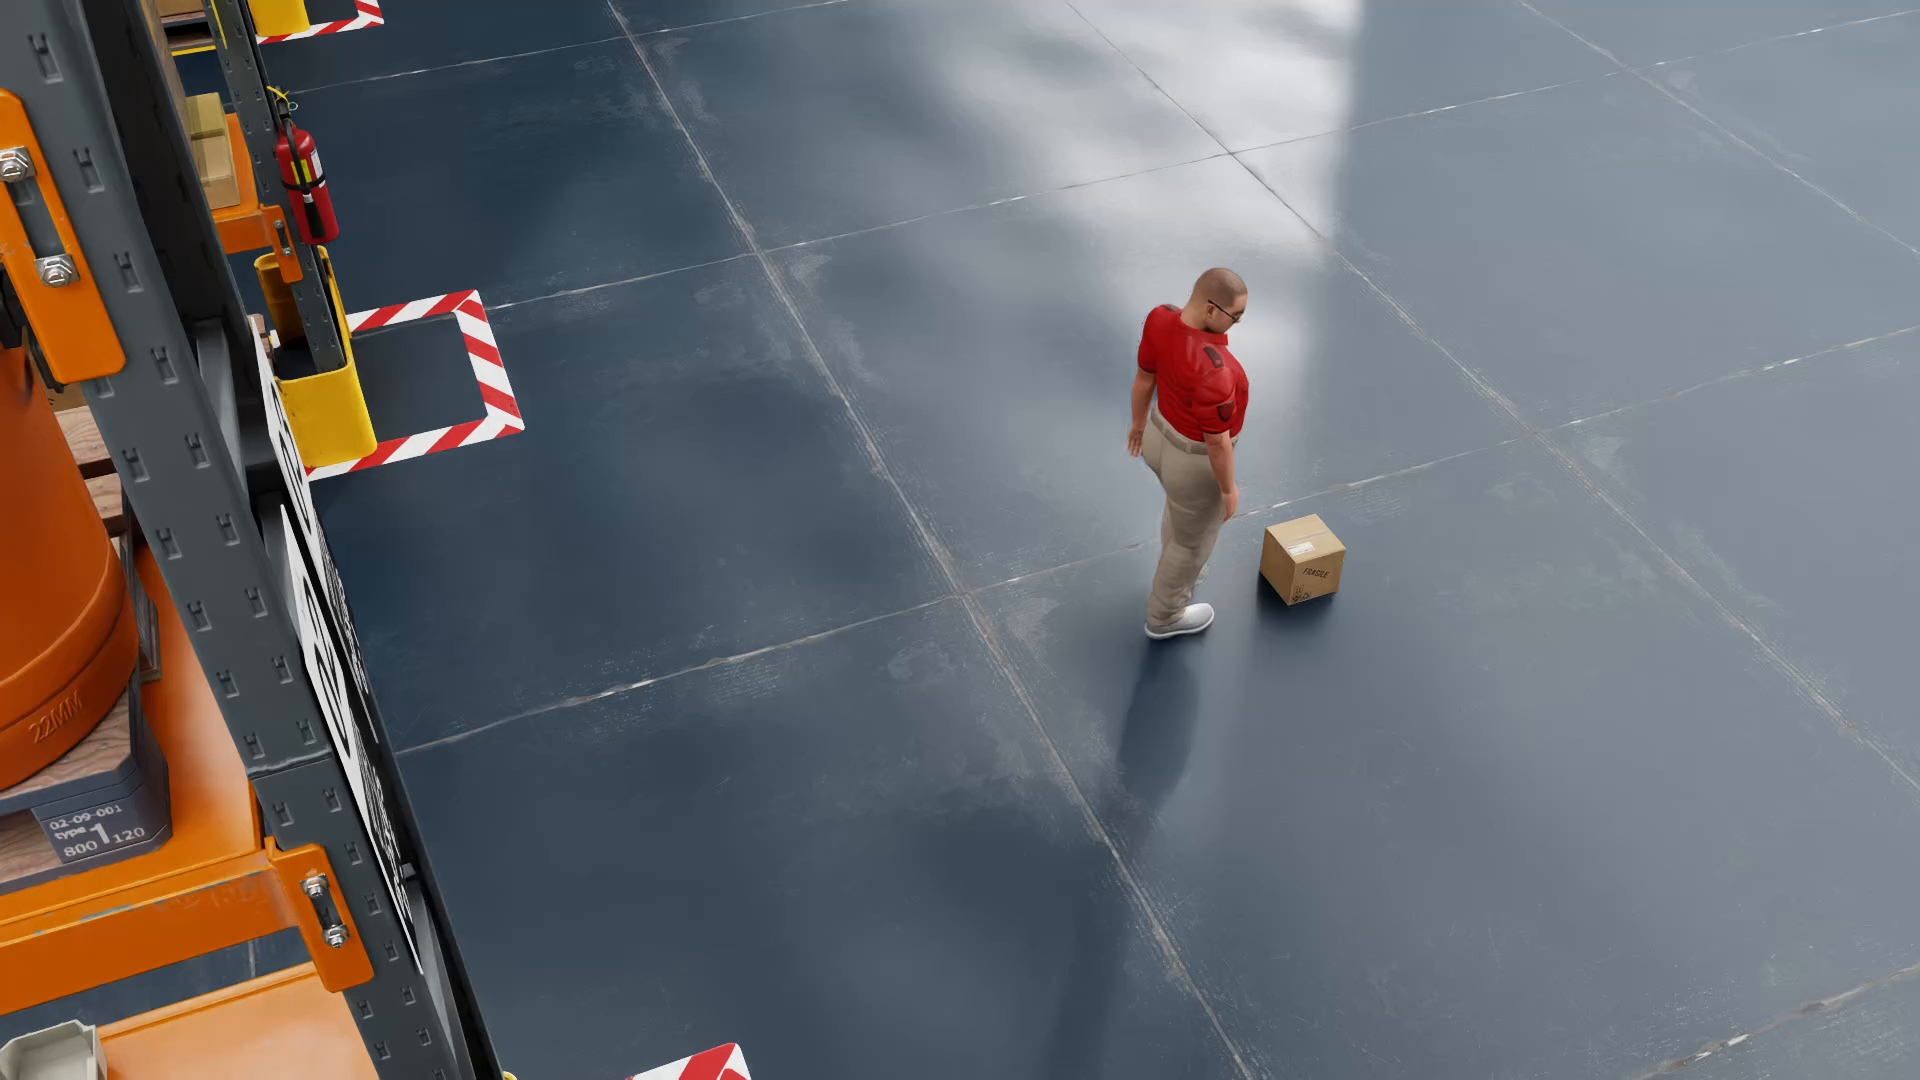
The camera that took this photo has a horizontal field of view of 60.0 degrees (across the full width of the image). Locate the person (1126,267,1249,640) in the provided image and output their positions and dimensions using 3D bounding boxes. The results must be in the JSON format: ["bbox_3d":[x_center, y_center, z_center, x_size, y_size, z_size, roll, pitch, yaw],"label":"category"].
[{"bbox_3d":[0.969,-0.322,6.559,0.500,1.787,0.577,-17,44,-18],"label":"person"}]
